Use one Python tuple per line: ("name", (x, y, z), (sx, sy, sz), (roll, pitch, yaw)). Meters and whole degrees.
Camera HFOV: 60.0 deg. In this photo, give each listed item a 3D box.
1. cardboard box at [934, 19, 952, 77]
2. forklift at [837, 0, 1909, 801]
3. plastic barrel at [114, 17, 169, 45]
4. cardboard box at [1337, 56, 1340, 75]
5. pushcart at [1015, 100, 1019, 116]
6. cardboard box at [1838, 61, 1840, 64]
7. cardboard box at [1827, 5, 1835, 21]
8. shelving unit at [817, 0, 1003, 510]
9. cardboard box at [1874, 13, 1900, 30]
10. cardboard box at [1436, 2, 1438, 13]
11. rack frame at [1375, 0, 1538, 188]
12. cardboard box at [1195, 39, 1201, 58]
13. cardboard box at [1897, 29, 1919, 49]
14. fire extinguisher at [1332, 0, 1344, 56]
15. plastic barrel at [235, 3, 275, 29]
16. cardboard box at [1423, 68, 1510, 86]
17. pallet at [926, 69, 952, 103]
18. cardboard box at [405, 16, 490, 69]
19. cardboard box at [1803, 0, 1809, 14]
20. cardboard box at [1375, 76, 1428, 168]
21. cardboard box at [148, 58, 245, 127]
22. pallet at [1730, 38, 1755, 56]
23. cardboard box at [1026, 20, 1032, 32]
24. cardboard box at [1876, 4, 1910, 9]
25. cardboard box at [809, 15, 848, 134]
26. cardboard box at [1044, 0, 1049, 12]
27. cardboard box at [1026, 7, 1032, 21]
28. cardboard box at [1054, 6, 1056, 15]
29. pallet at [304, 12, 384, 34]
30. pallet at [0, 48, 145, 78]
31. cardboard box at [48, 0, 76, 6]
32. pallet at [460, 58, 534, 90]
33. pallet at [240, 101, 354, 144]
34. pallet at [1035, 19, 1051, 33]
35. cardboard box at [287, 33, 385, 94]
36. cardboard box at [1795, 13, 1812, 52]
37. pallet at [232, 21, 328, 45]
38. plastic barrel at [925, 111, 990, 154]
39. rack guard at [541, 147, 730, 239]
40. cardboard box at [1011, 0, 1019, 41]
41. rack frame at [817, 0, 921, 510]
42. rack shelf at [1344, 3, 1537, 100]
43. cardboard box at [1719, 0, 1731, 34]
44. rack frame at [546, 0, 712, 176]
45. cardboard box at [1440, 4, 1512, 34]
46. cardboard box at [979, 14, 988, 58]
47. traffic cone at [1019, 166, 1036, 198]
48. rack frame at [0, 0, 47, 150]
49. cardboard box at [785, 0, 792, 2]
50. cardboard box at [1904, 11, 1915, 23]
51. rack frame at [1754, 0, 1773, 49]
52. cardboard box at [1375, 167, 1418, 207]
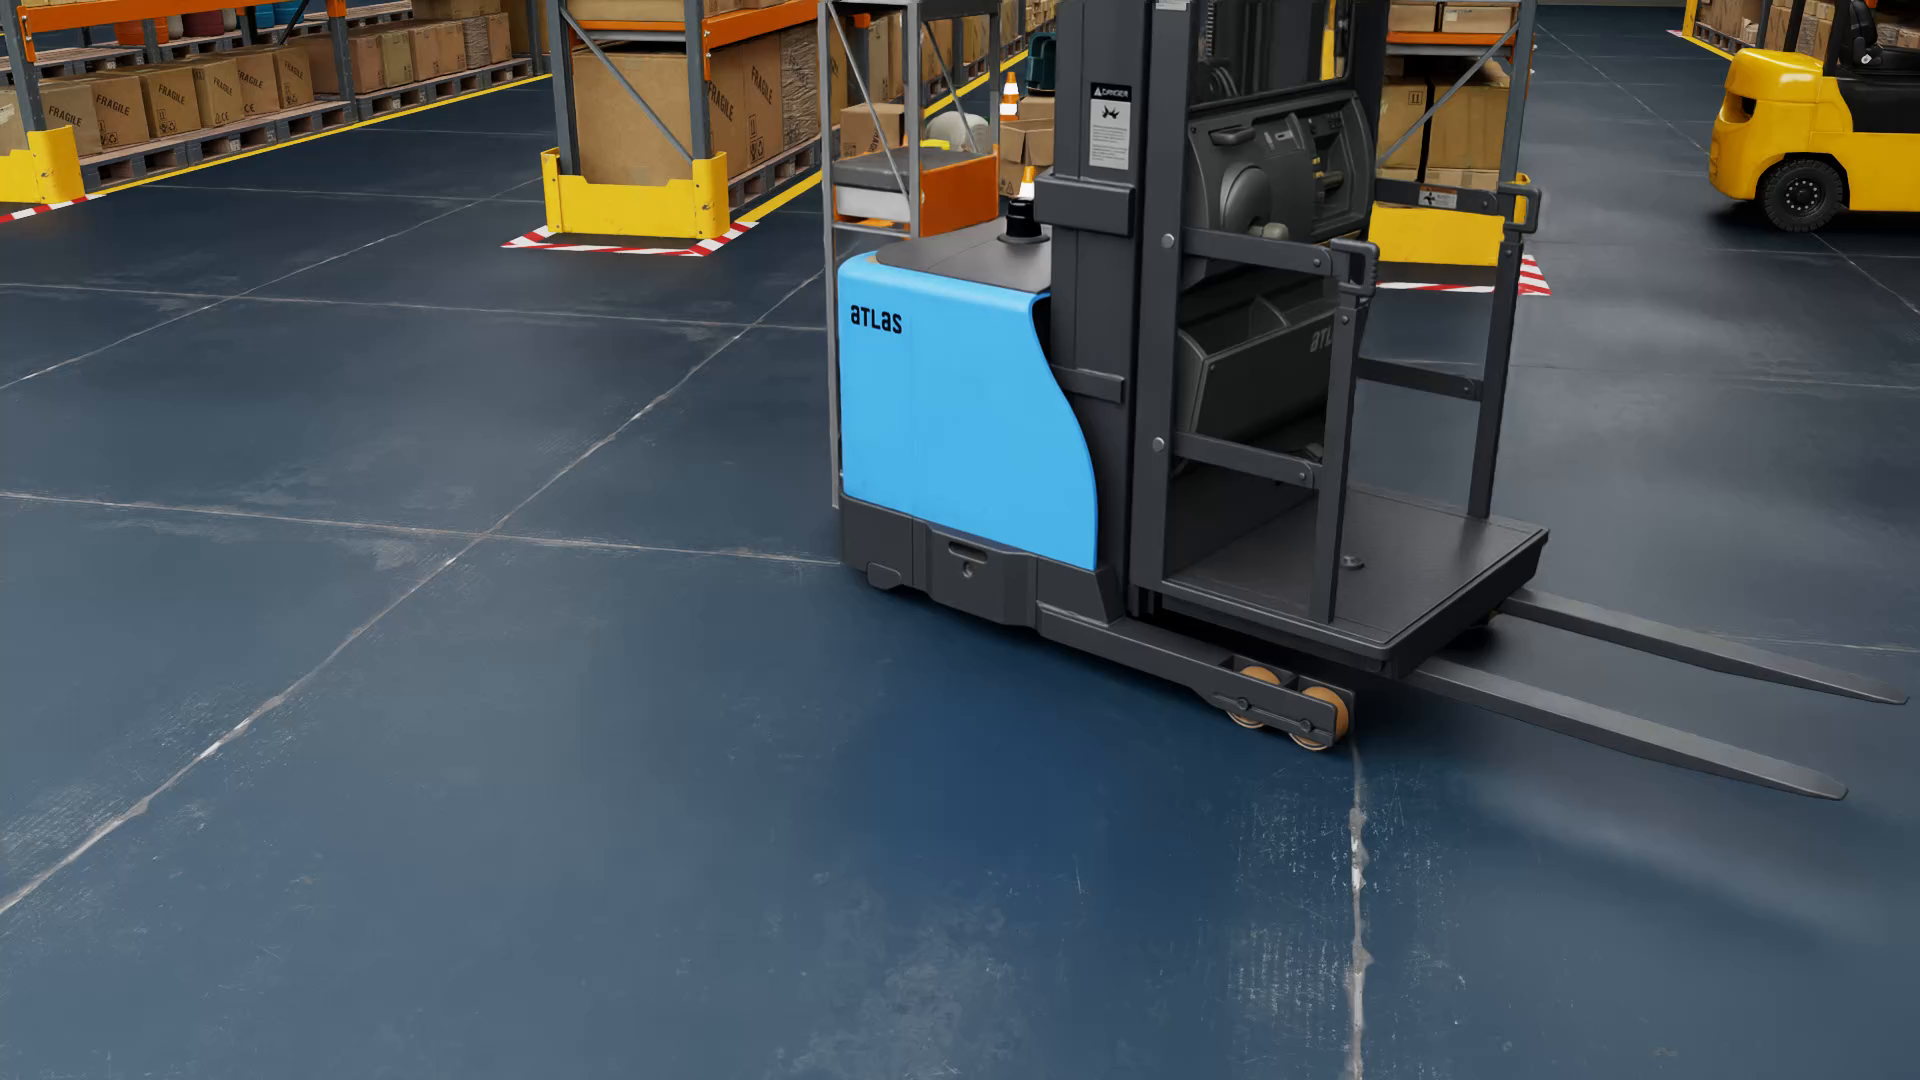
("cardboard box", (-0.675, -5.288, 17.417), (1.050, 0.750, 0.750), (4, 22, 10))
("forklift", (1.060, -1.019, 4.461), (3.031, 2.935, 1.130), (17, 28, 36))
("plastic barrel", (-10.063, -6.513, 20.353), (0.600, 0.830, 0.708), (4, 22, 11))
("cardboard box", (3.203, -3.621, 12.944), (0.500, 0.500, 0.500), (6, 23, 13))
("pushcart", (1.345, -3.488, 14.009), (1.648, 0.377, 0.936), (-3, 22, -8))
("cardboard box", (9.140, -4.841, 16.643), (0.500, 0.500, 0.500), (5, 22, 12))
("cardboard box", (9.388, -5.550, 17.535), (0.380, 0.149, 0.250), (4, 22, 10))
("shelving unit", (-0.165, -1.127, 5.841), (0.431, 2.100, 0.503), (14, 26, 31))
("cardboard box", (9.117, -5.171, 16.593), (0.380, 0.149, 0.250), (3, 22, 8))
("cardboard box", (3.326, -3.550, 10.989), (0.380, 0.149, 0.250), (5, 23, 13))
("rack frame", (2.771, -3.086, 9.501), (1.000, 3.000, 0.127), (4, 22, 11))
("cardboard box", (1.839, -3.865, 13.768), (0.500, 0.500, 0.500), (4, 22, 11))
("cardboard box", (8.997, -4.261, 15.036), (0.875, 0.625, 0.625), (5, 23, 13))
("fire extinguisher", (2.297, -3.043, 9.499), (0.296, 0.674, 0.183), (4, 22, 11))
("plastic barrel", (-9.602, -7.373, 22.391), (0.600, 0.901, 0.708), (4, 22, 11))
("cardboard box", (3.313, -2.827, 10.973), (0.500, 0.500, 0.500), (4, 22, 9))
("pallet", (-0.697, -4.776, 17.430), (1.003, 0.211, 1.213), (4, 22, 11))
("cardboard box", (-5.516, -5.361, 17.908), (0.700, 0.500, 0.500), (3, 22, 6))
("cardboard box", (9.594, -5.931, 18.481), (0.380, 0.149, 0.250), (4, 22, 11))
("cardboard box", (2.680, -2.666, 10.573), (0.500, 0.500, 0.500), (5, 22, 11))
("cardboard box", (-6.394, -3.753, 13.942), (0.500, 0.500, 0.500), (2, 22, 6))
("pallet", (10.221, -6.055, 20.606), (1.003, 0.211, 1.213), (4, 22, 11))
("cardboard box", (0.742, -6.796, 21.967), (0.380, 0.149, 0.250), (3, 22, 9))
("cardboard box", (9.887, -5.615, 17.696), (0.380, 0.149, 0.250), (5, 22, 11))
("cardboard box", (-1.476, -3.874, 13.739), (0.875, 0.875, 0.875), (5, 22, 12))
("cardboard box", (1.045, -7.498, 23.311), (0.380, 0.149, 0.250), (5, 22, 11))
("cardboard box", (0.741, -6.934, 21.910), (0.380, 0.149, 0.250), (5, 23, 13))
("cardboard box", (1.313, -7.840, 24.559), (0.380, 0.149, 0.250), (5, 23, 13))
("pallet", (-9.218, -7.586, 24.407), (1.003, 0.211, 1.213), (4, 22, 11))
("pallet", (-10.343, -5.571, 19.404), (1.003, 0.211, 1.213), (4, 22, 11))
("cardboard box", (-6.569, -3.901, 11.861), (0.380, 0.149, 0.250), (4, 22, 11))
("pallet", (-5.459, -5.188, 18.453), (1.003, 0.211, 1.213), (4, 22, 11))
("pallet", (-6.216, -3.763, 14.913), (1.003, 0.211, 1.213), (4, 22, 11))
("pallet", (0.703, -7.217, 23.492), (1.003, 0.211, 1.213), (4, 22, 11))
("cardboard box", (-5.968, -4.572, 15.947), (0.700, 0.500, 0.500), (3, 22, 7))
("cardboard box", (9.556, -5.596, 18.516), (0.500, 0.500, 0.500), (4, 22, 9))
("pallet", (-9.529, -7.035, 23.039), (1.003, 0.211, 1.213), (4, 22, 11))
("plastic barrel", (-0.009, -3.162, 13.139), (0.421, 0.421, 0.512), (-16, 27, -35))
("rack guard", (-2.100, -2.258, 10.791), (1.175, 0.500, 0.348), (4, 22, 11))
("cardboard box", (0.449, -6.560, 20.912), (0.500, 0.500, 0.500), (4, 22, 10))
("rack frame", (-0.300, -1.051, 5.653), (0.400, 2.100, 0.015), (14, 26, 31))
("rack shelf", (3.179, -3.484, 11.451), (1.077, 0.370, 4.000), (4, 22, 11))
("cardboard box", (10.260, -6.884, 21.715), (0.500, 0.500, 0.500), (5, 22, 12))
("rack frame", (-2.095, -3.426, 10.346), (1.000, 3.000, 0.127), (4, 22, 11))
("cardboard box", (3.043, -3.078, 9.817), (0.380, 0.149, 0.250), (5, 22, 11))
("cardboard box", (0.031, -5.811, 19.050), (0.500, 0.500, 0.500), (5, 22, 12))
("traffic cone", (0.440, -2.125, 10.511), (0.336, 0.463, 0.334), (4, 22, 11))
("rack frame", (-6.930, -3.841, 11.377), (1.000, 3.000, 0.127), (4, 22, 11))
("cardboard box", (-1.668, -4.230, 12.141), (0.875, 0.550, 0.500), (4, 22, 11))
("cardboard box", (9.756, -5.233, 16.747), (0.380, 0.149, 0.250), (5, 23, 13))
("rack frame", (10.080, -7.098, 19.462), (1.000, 3.000, 0.127), (4, 22, 11))
("cardboard box", (2.678, -2.330, 10.743), (0.500, 0.250, 0.500), (4, 22, 11))
